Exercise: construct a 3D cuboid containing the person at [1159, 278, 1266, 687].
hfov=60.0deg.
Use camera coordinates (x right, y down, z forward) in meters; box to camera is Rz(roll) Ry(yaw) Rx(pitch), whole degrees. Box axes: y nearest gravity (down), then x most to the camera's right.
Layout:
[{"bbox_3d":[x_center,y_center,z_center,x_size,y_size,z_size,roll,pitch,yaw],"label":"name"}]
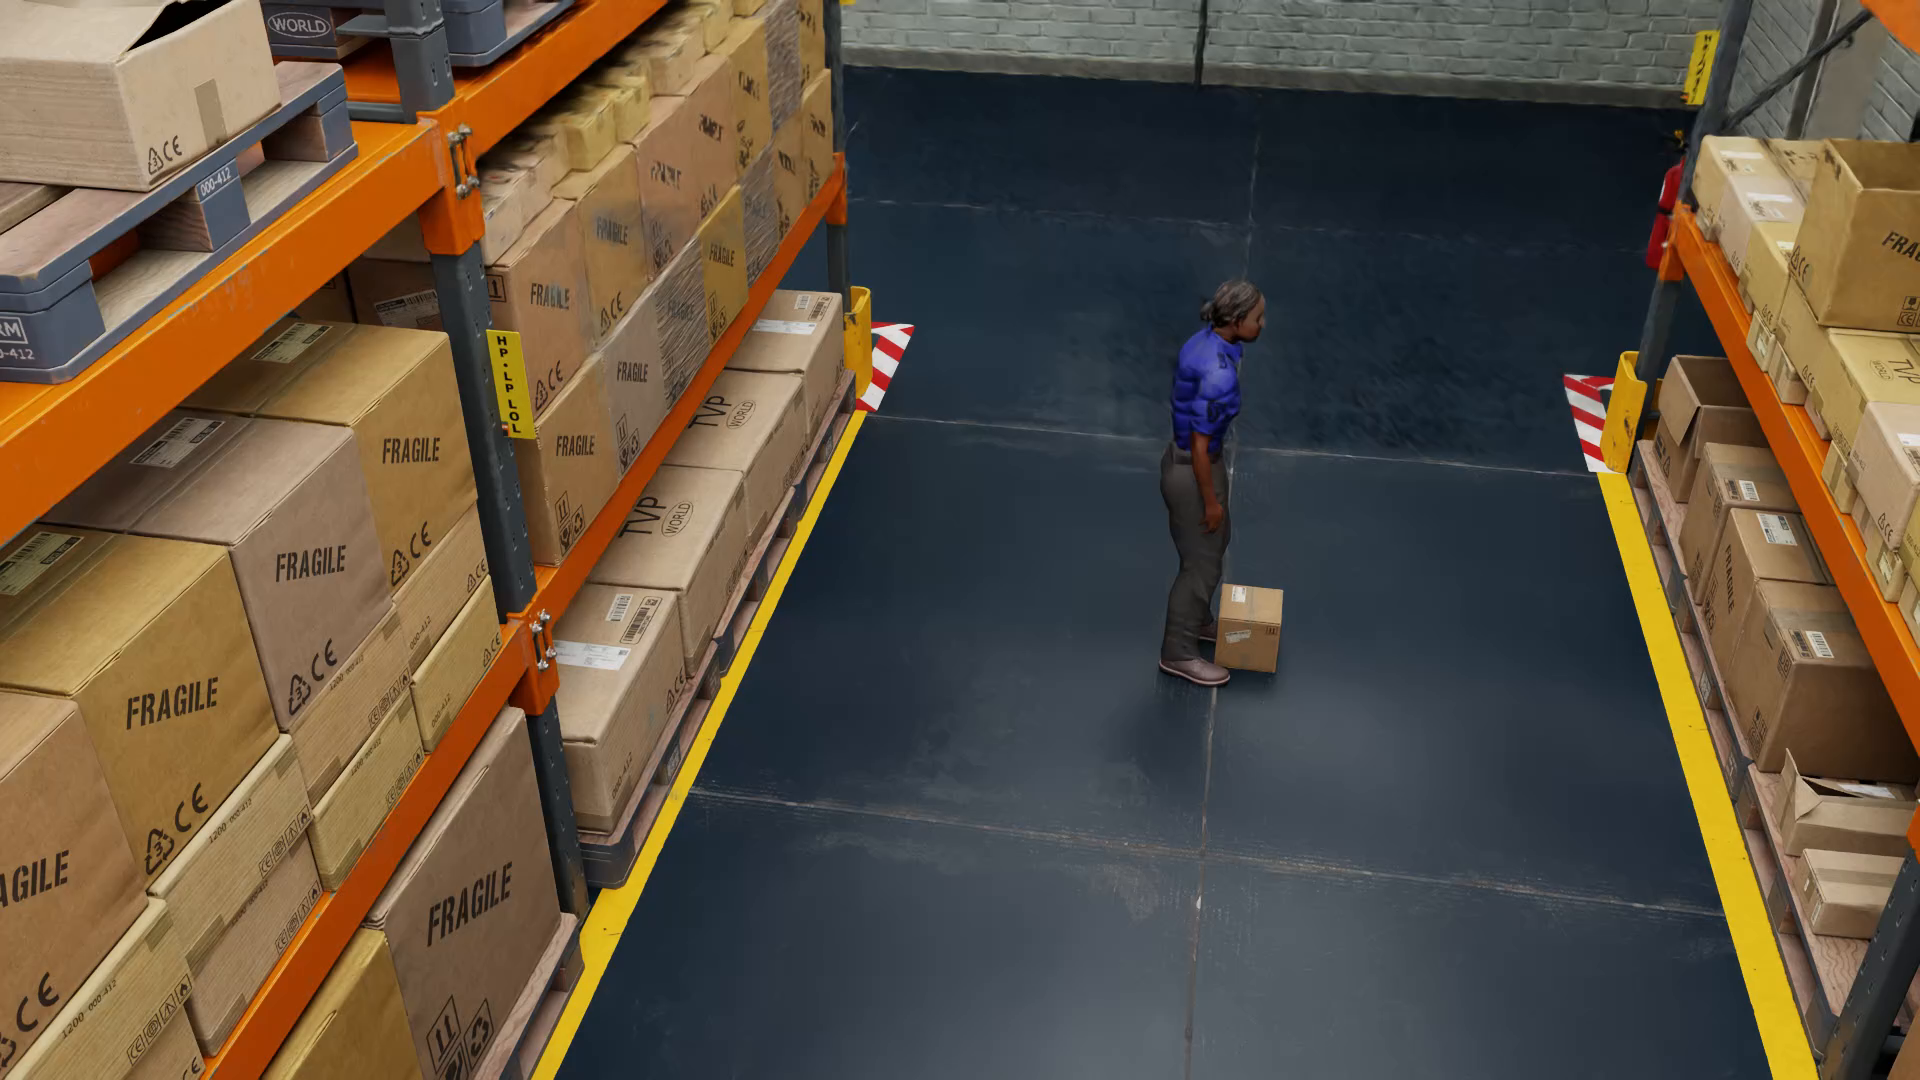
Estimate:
[{"bbox_3d":[0.986,-0.242,6.521,0.403,1.653,0.530,3,33,5],"label":"person"}]
